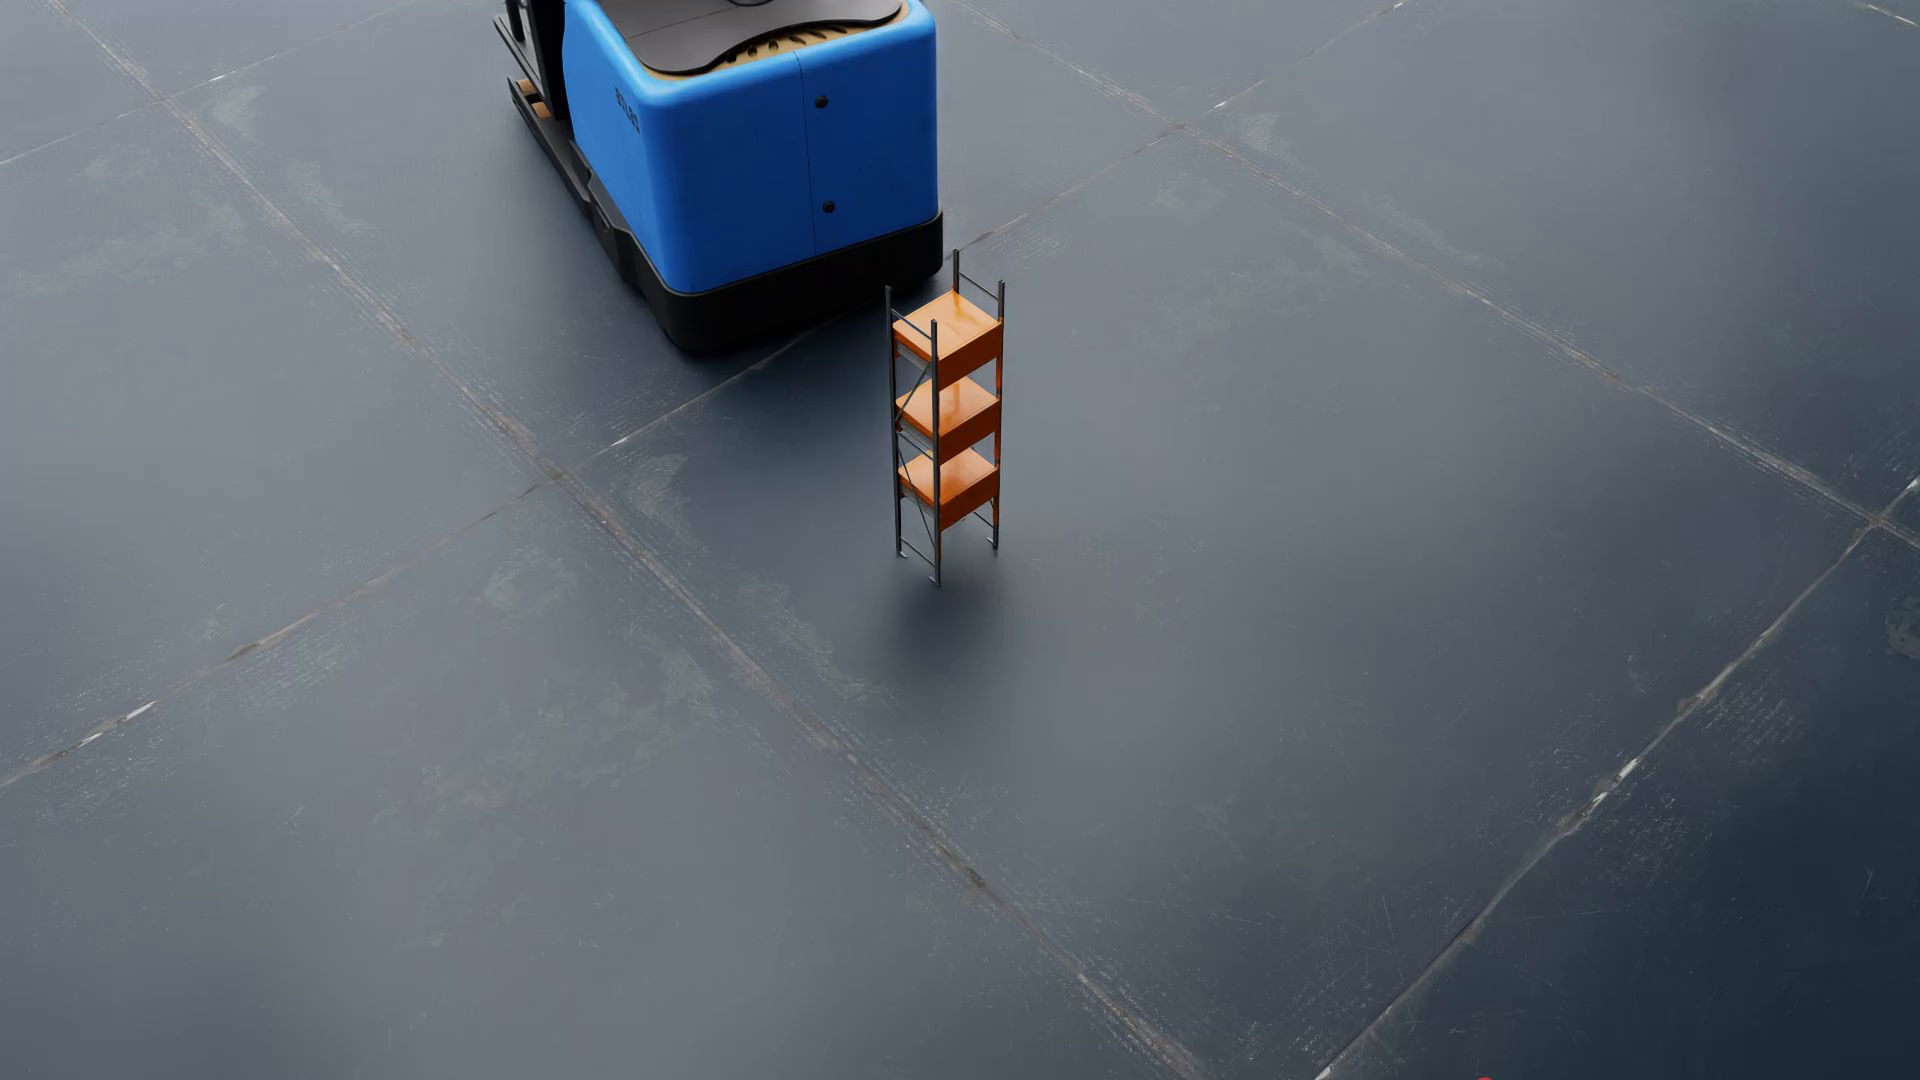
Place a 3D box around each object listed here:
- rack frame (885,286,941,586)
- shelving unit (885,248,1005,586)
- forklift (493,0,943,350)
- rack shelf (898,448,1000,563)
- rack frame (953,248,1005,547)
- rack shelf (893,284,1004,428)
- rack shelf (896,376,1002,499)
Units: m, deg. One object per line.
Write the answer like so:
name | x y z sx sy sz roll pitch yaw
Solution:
rack frame | -0.130 -0.269 4.784 0.008 1.050 0.200 -34 56 -27
shelving unit | -0.040 -0.330 4.840 0.252 1.050 0.215 -34 56 -27
forklift | -1.189 -2.739 5.783 1.130 2.935 3.031 -21 51 -18
rack shelf | -0.040 -0.134 5.052 0.240 0.259 0.215 -34 56 -27
rack frame | 0.051 -0.390 4.895 0.008 1.050 0.200 -34 56 -27
rack shelf | -0.040 -0.515 4.639 0.240 0.259 0.215 -34 56 -27
rack shelf | -0.040 -0.322 4.848 0.240 0.259 0.215 -34 56 -27
